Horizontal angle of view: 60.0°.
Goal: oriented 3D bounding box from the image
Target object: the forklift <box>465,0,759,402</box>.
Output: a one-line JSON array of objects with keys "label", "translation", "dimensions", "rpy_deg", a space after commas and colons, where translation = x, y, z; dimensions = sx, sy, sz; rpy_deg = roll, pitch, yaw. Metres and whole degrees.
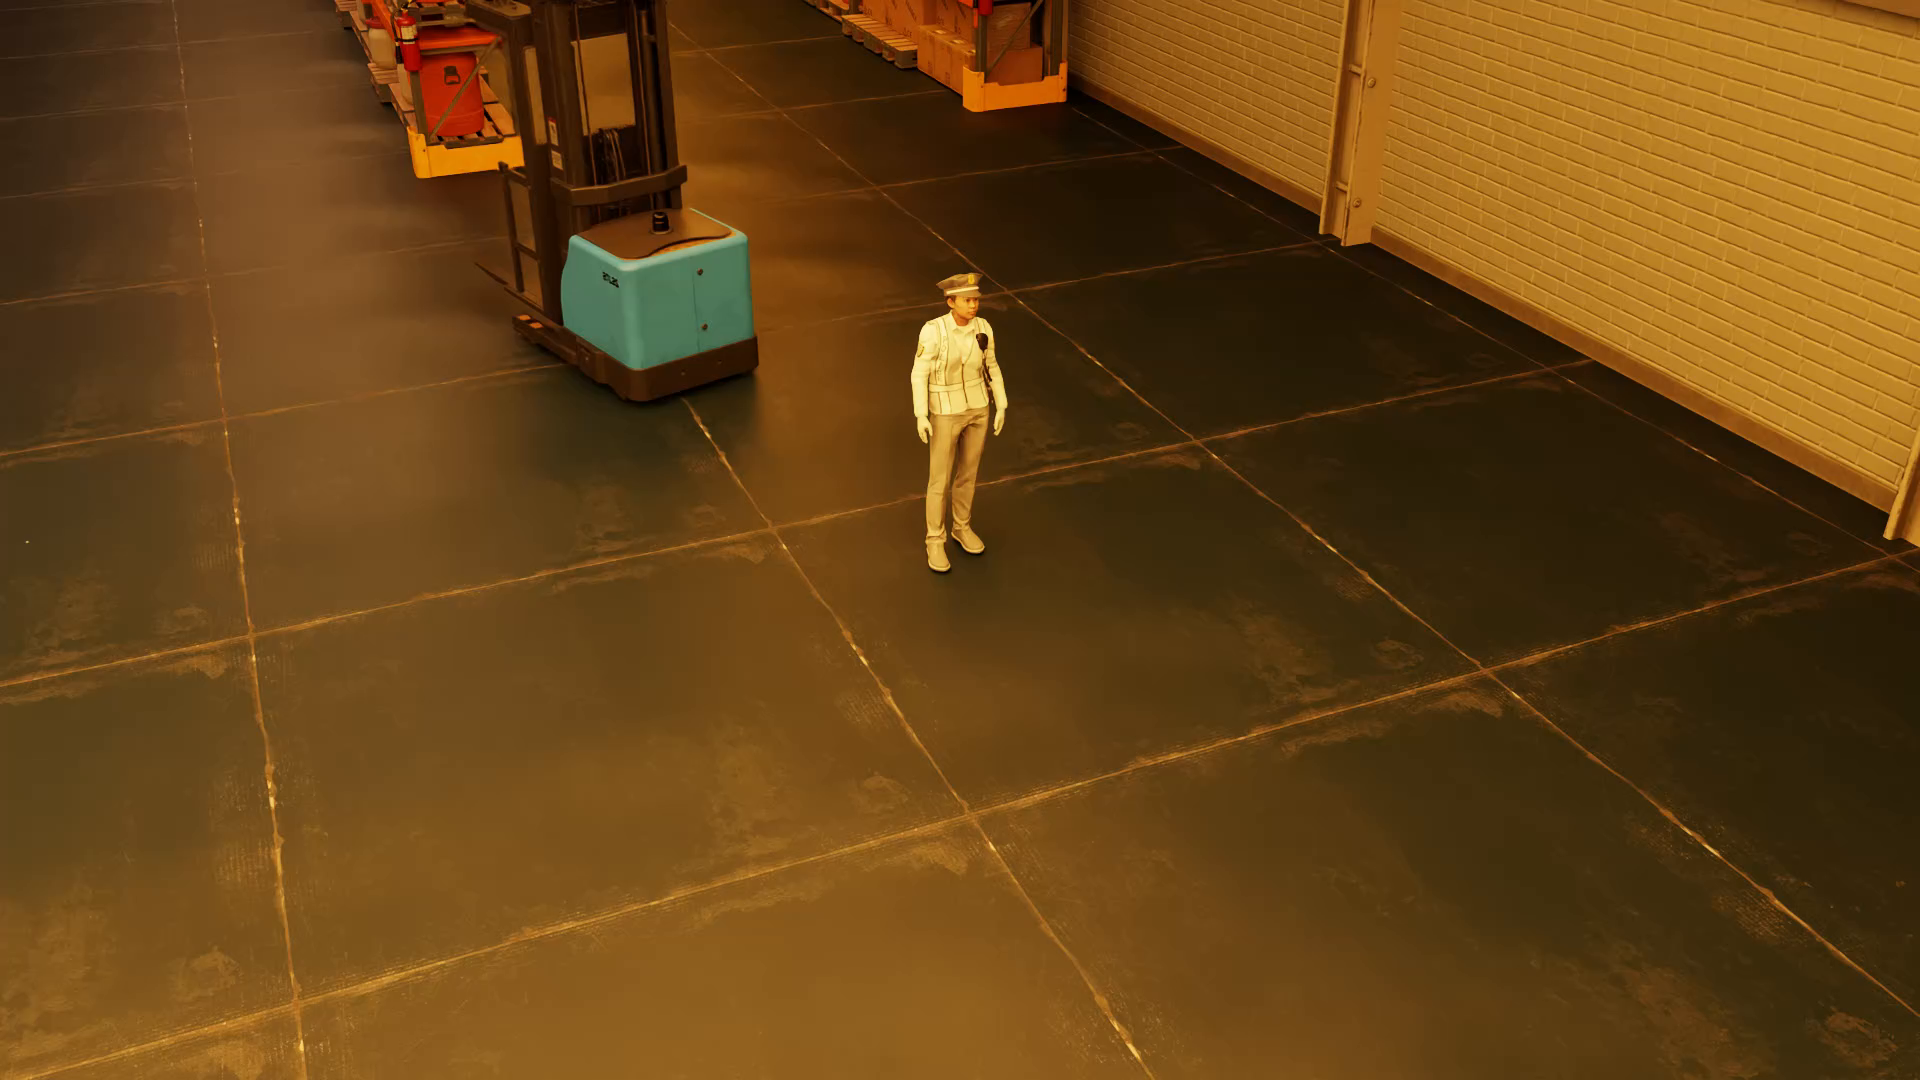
[{"label": "forklift", "translation": [-2.790, -2.903, 12.196], "dimensions": [1.130, 2.935, 3.031], "rpy_deg": [-22, 36, -33]}]

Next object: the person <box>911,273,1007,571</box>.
[{"label": "person", "translation": [0.021, -0.709, 9.591], "dimensions": [0.587, 1.694, 0.530], "rpy_deg": [-12, 32, -20]}]
